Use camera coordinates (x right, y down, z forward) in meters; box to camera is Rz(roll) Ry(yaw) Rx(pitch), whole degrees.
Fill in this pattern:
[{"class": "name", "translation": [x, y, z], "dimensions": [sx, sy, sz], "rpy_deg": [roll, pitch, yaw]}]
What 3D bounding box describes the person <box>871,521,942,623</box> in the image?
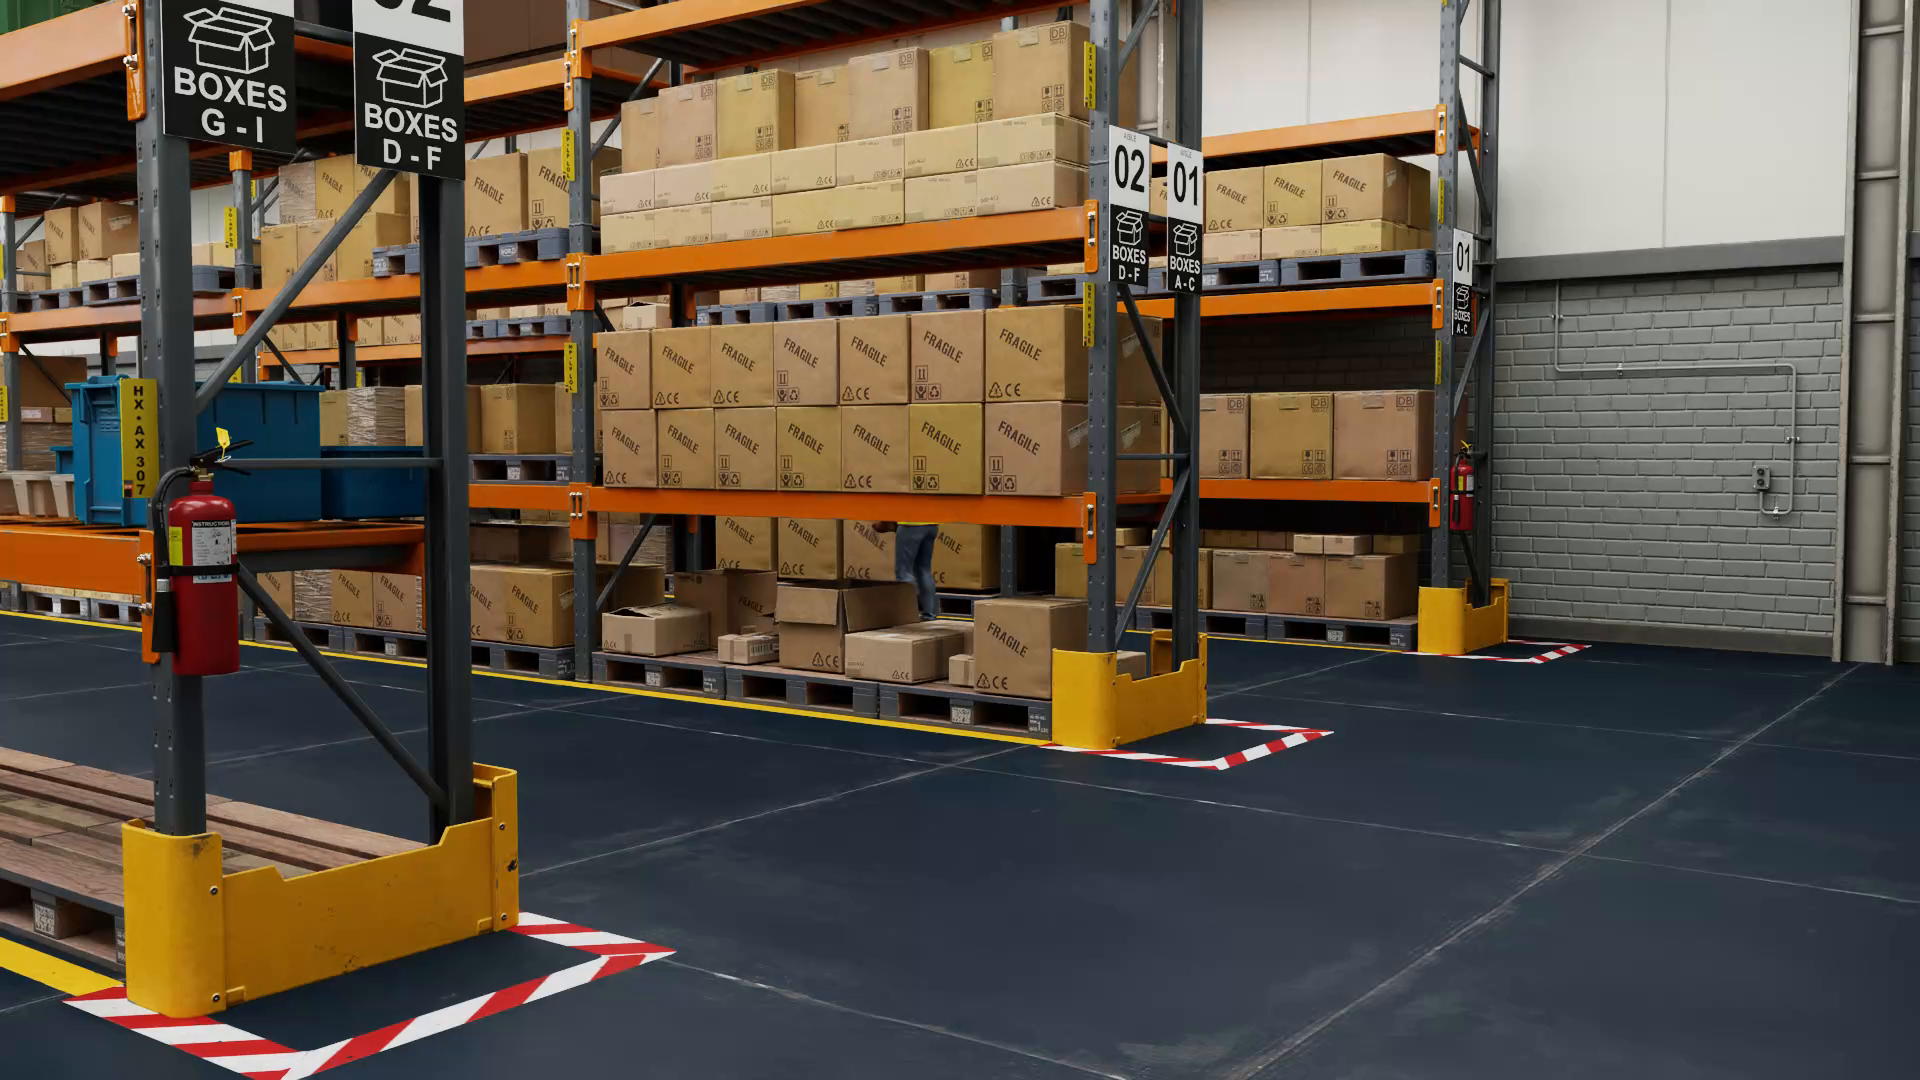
[{"class": "person", "translation": [-0.466, -0.117, 14.366], "dimensions": [0.581, 1.758, 0.504], "rpy_deg": [2, 4, 35]}]
